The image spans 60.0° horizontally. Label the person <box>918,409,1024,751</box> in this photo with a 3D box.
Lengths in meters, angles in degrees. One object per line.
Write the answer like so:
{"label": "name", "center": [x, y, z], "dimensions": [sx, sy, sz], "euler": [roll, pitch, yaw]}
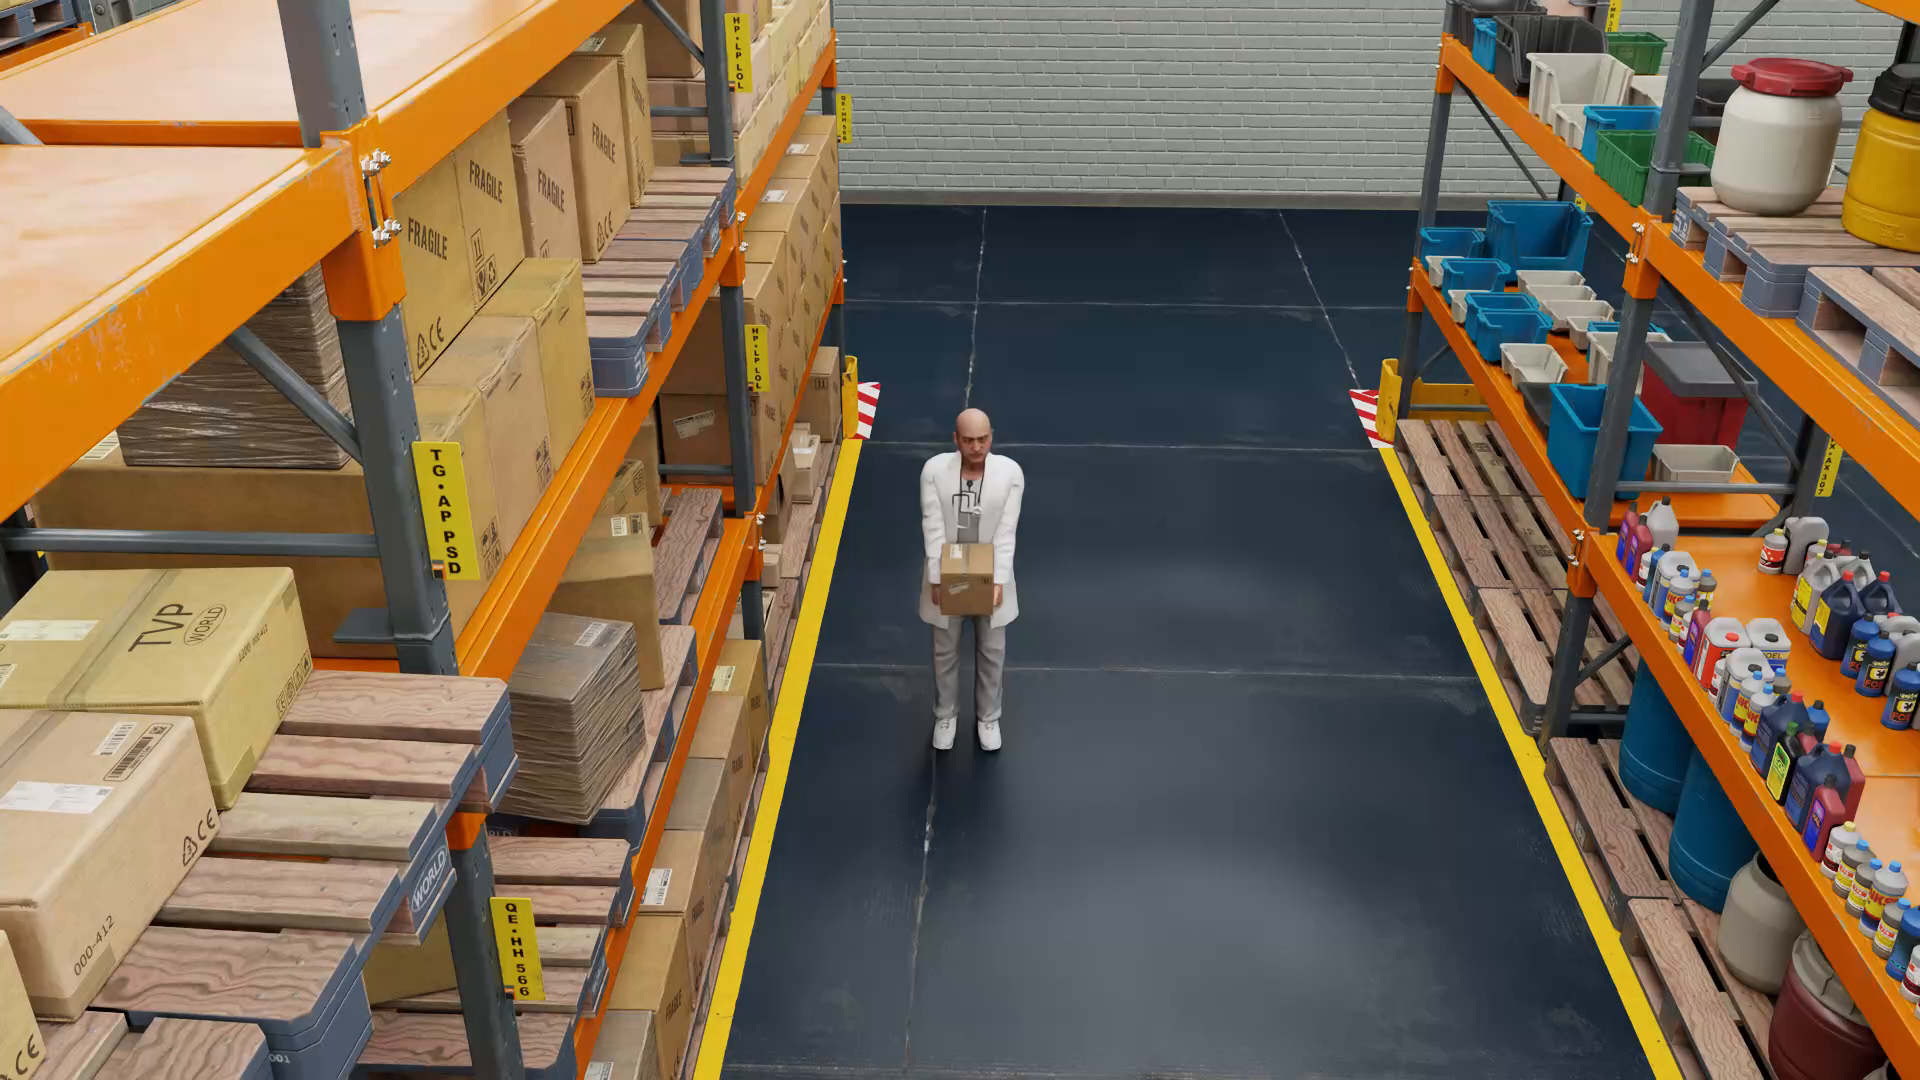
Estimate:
{"label": "person", "center": [0.048, 0.229, 8.203], "dimensions": [0.523, 1.780, 0.558], "euler": [1, 28, 1]}
